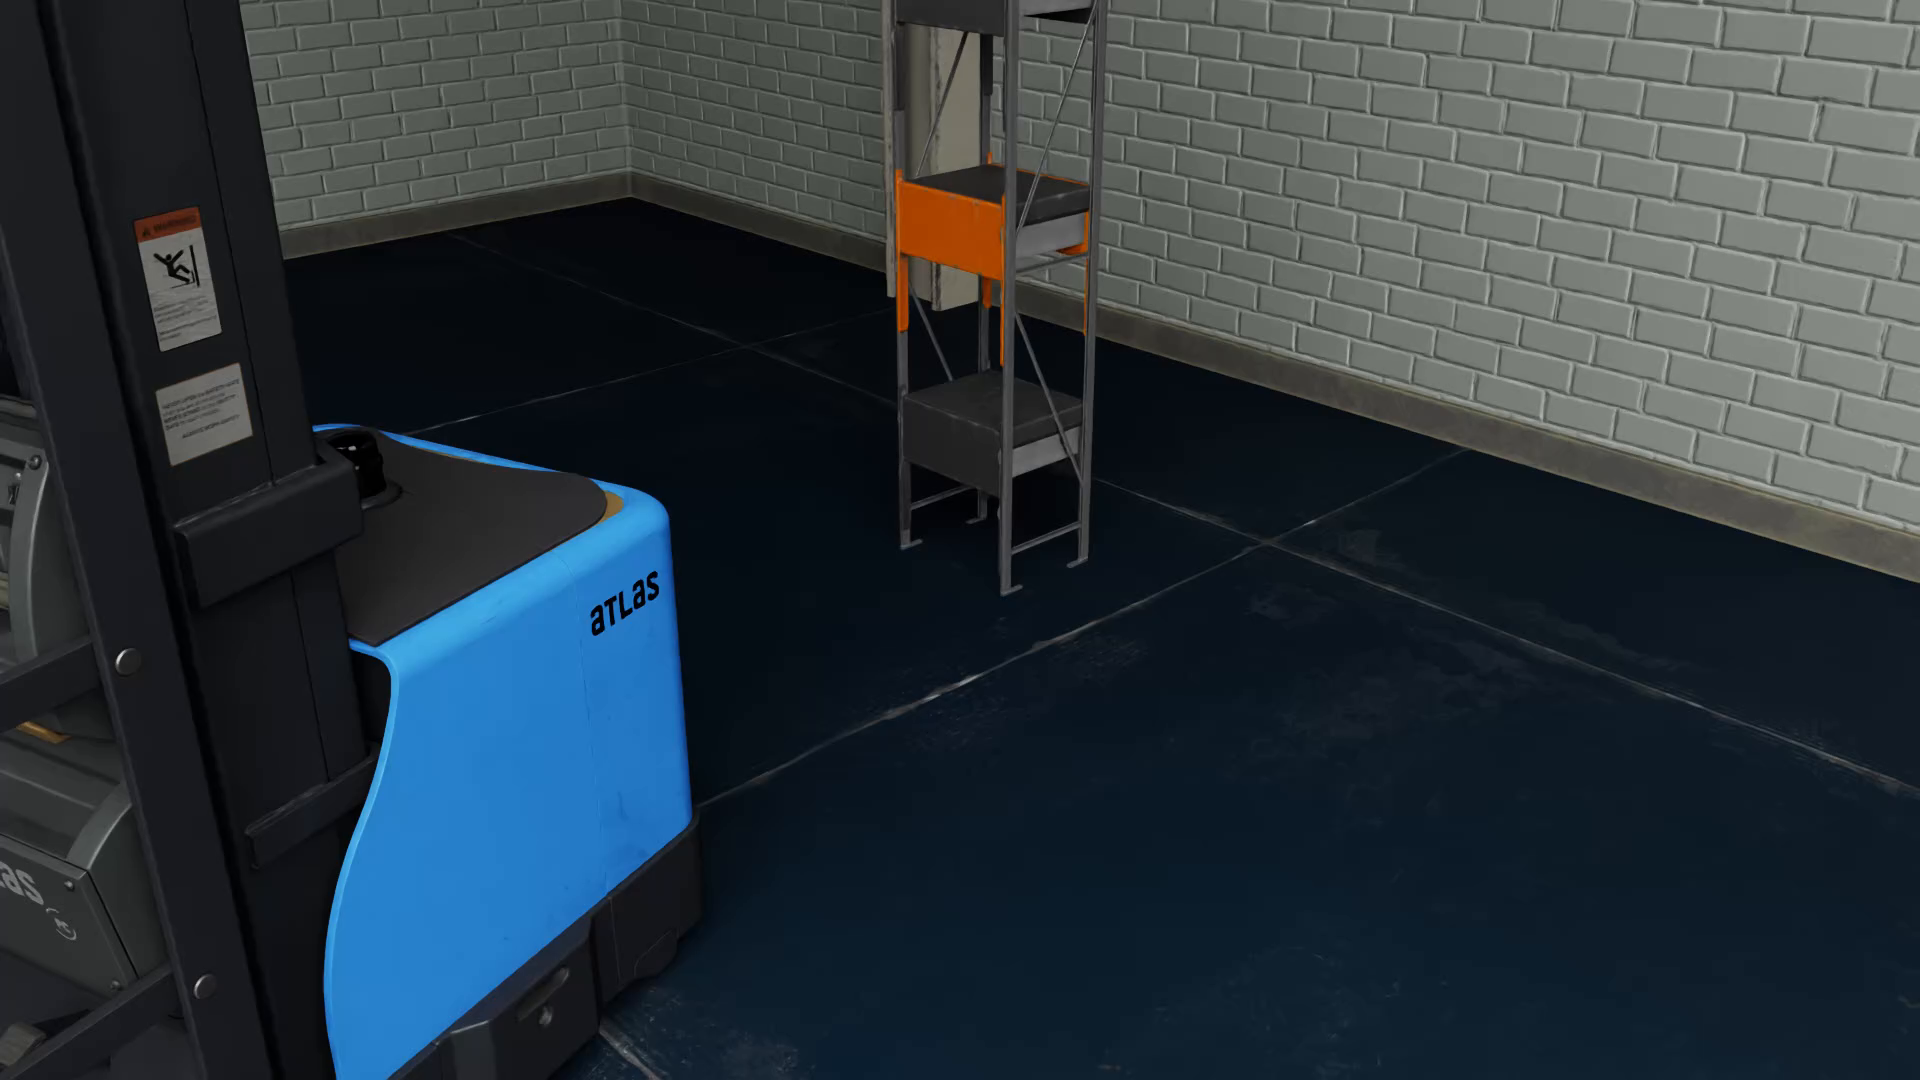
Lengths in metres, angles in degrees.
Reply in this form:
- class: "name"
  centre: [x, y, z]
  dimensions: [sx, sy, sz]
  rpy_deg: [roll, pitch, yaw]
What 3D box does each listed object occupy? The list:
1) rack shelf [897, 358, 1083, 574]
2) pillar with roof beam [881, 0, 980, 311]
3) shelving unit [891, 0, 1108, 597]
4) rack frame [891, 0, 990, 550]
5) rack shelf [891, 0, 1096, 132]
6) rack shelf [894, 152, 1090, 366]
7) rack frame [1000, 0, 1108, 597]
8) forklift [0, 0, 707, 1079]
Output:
- class: "rack shelf"
  centre: [0.113, -0.256, 5.500]
  dimensions: [0.431, 0.518, 0.480]
  rpy_deg: [-21, 32, -38]
- class: "pillar with roof beam"
  centre: [-3.273, -4.107, 3.911]
  dimensions: [9.100, 9.000, 0.400]
  rpy_deg: [-21, 32, -38]
- class: "shelving unit"
  centre: [0.113, -0.905, 5.204]
  dimensions: [0.431, 2.100, 0.503]
  rpy_deg: [-21, 32, -38]
- class: "rack frame"
  centre: [-0.054, -0.979, 5.366]
  dimensions: [0.400, 2.100, 0.015]
  rpy_deg: [-21, 32, -38]
- class: "rack shelf"
  centre: [0.113, -1.530, 4.919]
  dimensions: [0.431, 0.518, 0.480]
  rpy_deg: [-21, 32, -38]
- class: "rack shelf"
  centre: [0.113, -0.893, 5.210]
  dimensions: [0.431, 0.518, 0.480]
  rpy_deg: [-21, 32, -38]
- class: "rack frame"
  centre: [0.280, -0.831, 5.042]
  dimensions: [0.400, 2.100, 0.015]
  rpy_deg: [-21, 32, -38]
- class: "forklift"
  centre: [-1.713, -0.005, 2.229]
  dimensions: [1.130, 2.935, 3.031]
  rpy_deg: [13, 27, 25]
